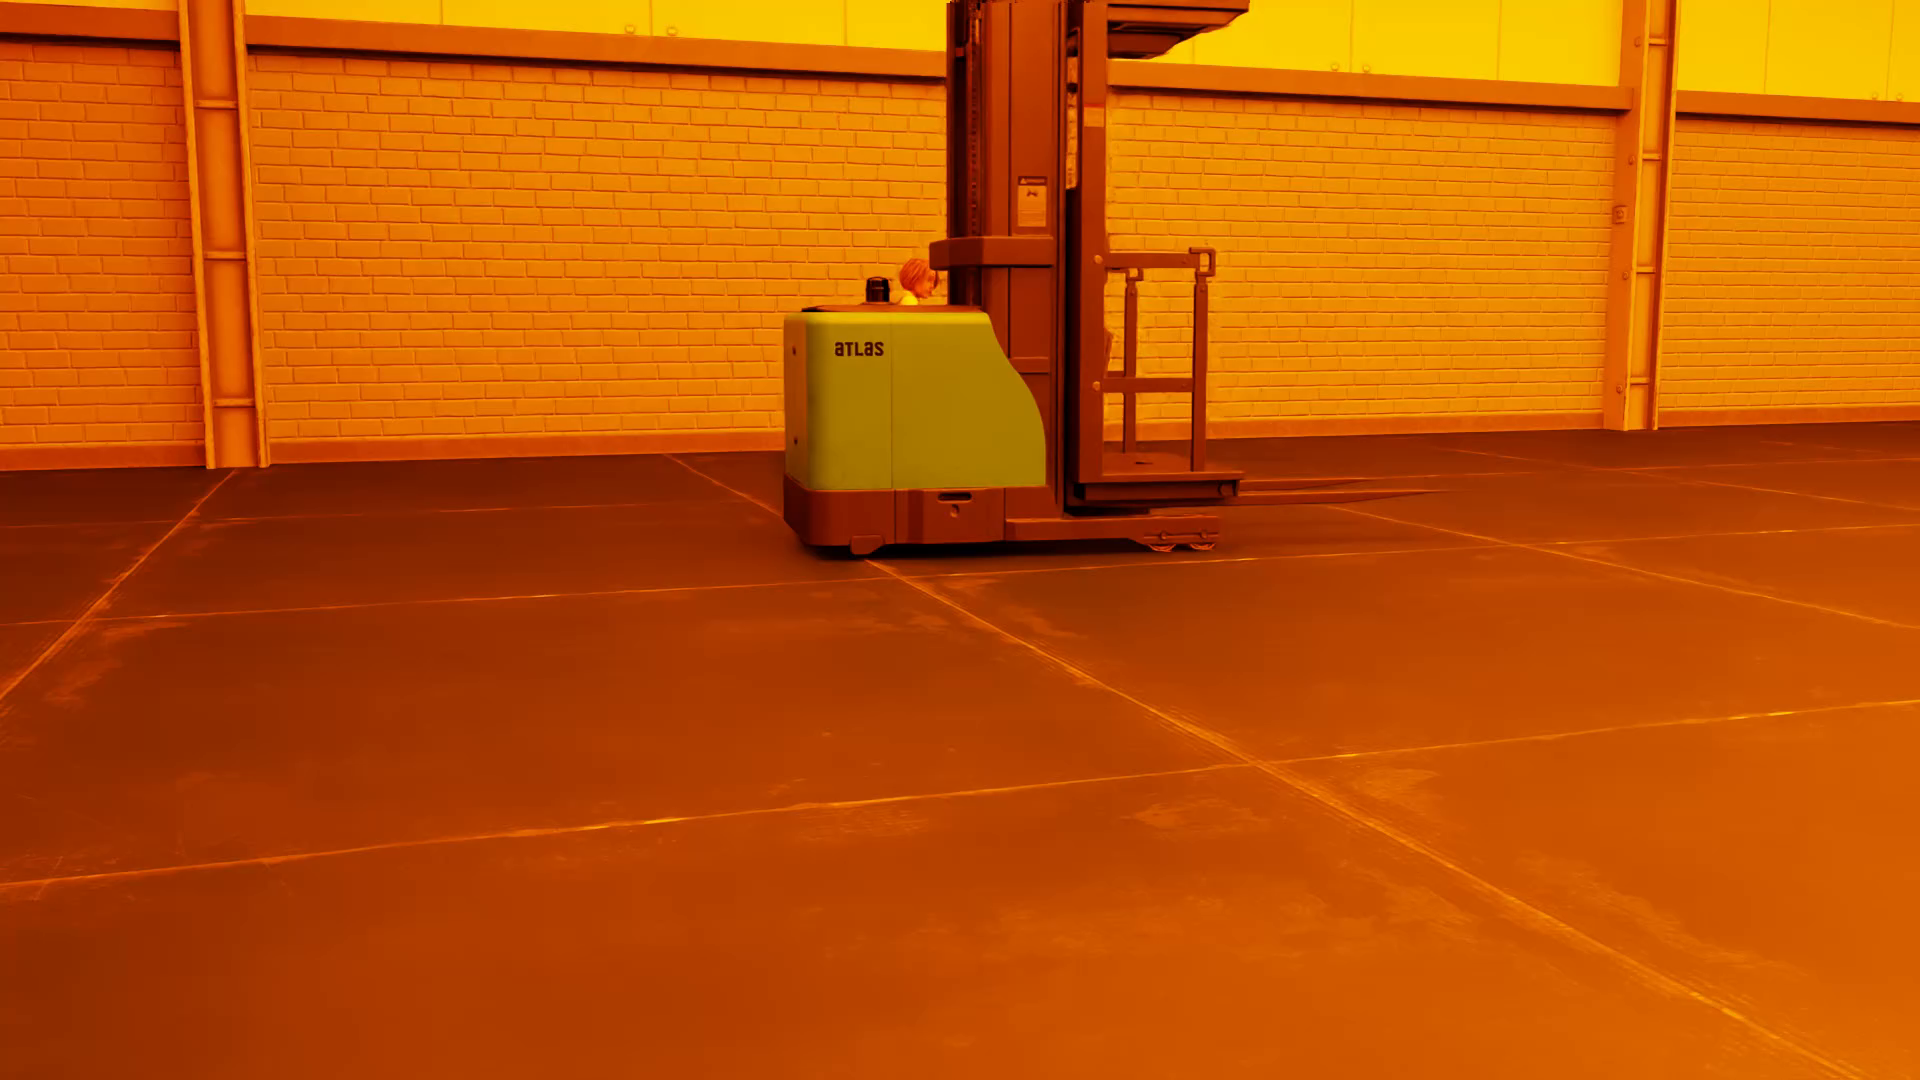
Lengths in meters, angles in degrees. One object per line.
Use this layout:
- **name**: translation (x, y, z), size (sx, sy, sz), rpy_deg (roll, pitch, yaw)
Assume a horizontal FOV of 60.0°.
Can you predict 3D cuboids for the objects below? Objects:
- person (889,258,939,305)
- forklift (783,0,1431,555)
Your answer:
- **person**: translation (-0.155, -0.886, 9.272), size (0.846, 1.355, 0.867), rpy_deg (7, 11, 43)
- **forklift**: translation (0.712, -1.464, 7.816), size (3.031, 2.935, 1.130), rpy_deg (-2, 8, -12)
